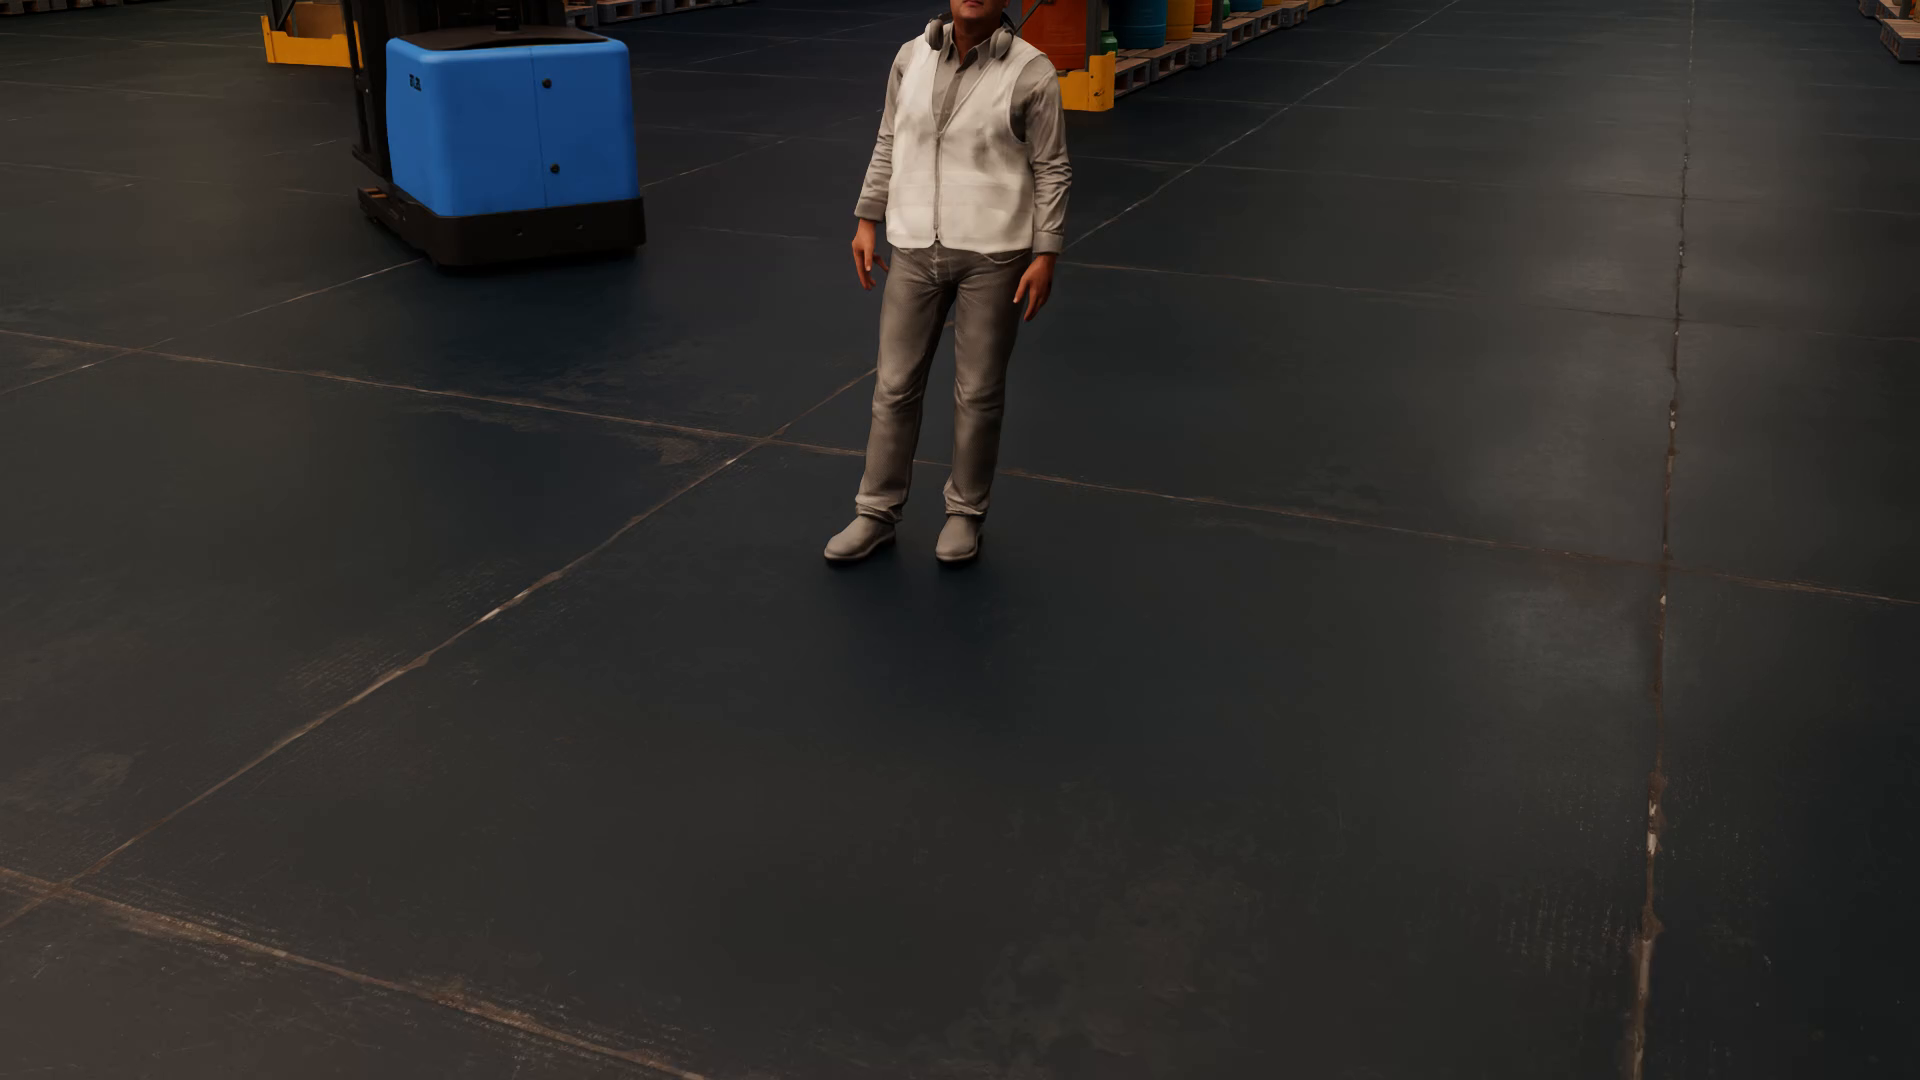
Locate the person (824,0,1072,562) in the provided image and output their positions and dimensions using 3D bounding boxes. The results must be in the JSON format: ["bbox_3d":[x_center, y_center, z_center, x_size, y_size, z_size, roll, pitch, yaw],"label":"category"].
[{"bbox_3d":[-0.031,-0.802,4.699,0.632,1.768,0.568,9,24,21],"label":"person"}]

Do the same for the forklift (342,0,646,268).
[{"bbox_3d":[-2.786,-3.211,8.974,1.130,2.935,3.031,-12,26,-27],"label":"forklift"}]
